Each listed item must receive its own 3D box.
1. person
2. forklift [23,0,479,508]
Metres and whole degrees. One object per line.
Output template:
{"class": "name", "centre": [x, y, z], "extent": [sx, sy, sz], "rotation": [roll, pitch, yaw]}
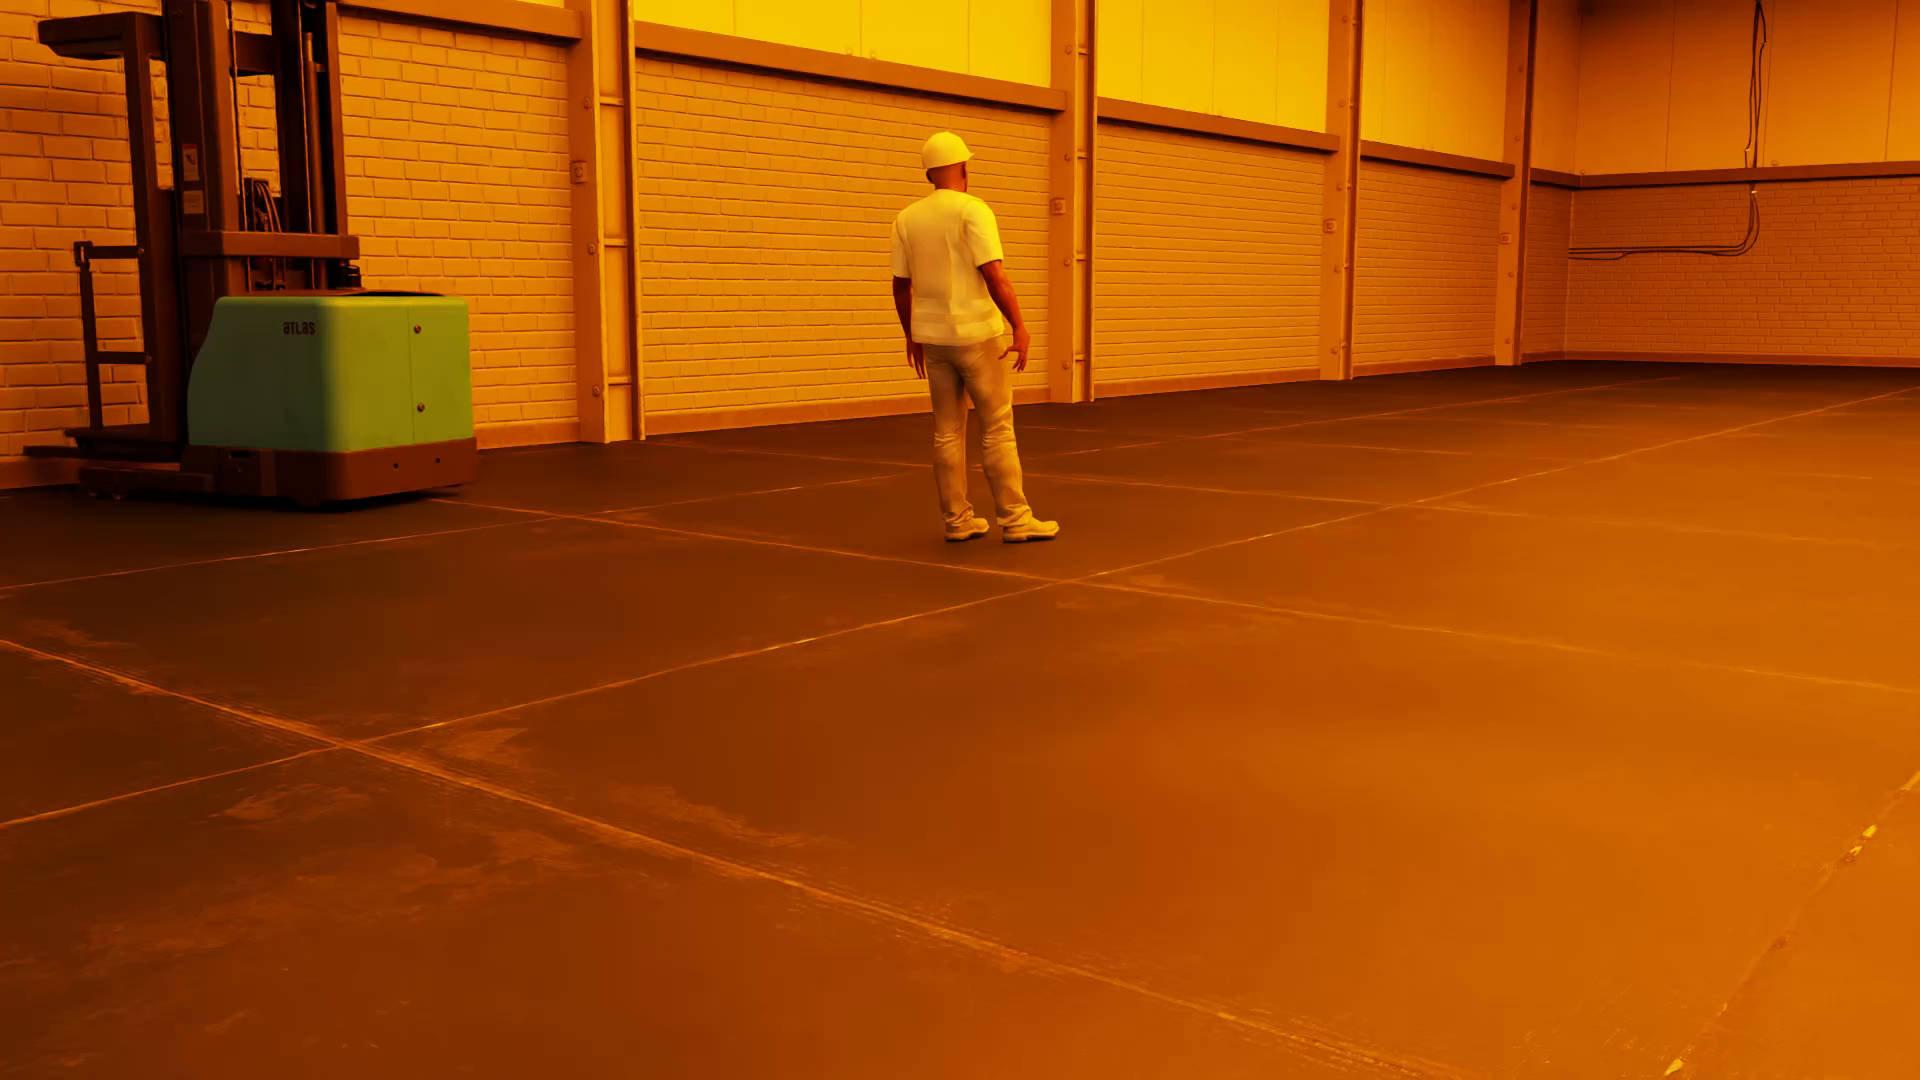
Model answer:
{"class": "person", "centre": [0.049, -0.888, 7.327], "extent": [0.665, 1.768, 0.575], "rotation": [7, 11, 38]}
{"class": "forklift", "centre": [-4.194, -1.733, 9.124], "extent": [3.031, 2.935, 1.130], "rotation": [4, 9, 25]}
